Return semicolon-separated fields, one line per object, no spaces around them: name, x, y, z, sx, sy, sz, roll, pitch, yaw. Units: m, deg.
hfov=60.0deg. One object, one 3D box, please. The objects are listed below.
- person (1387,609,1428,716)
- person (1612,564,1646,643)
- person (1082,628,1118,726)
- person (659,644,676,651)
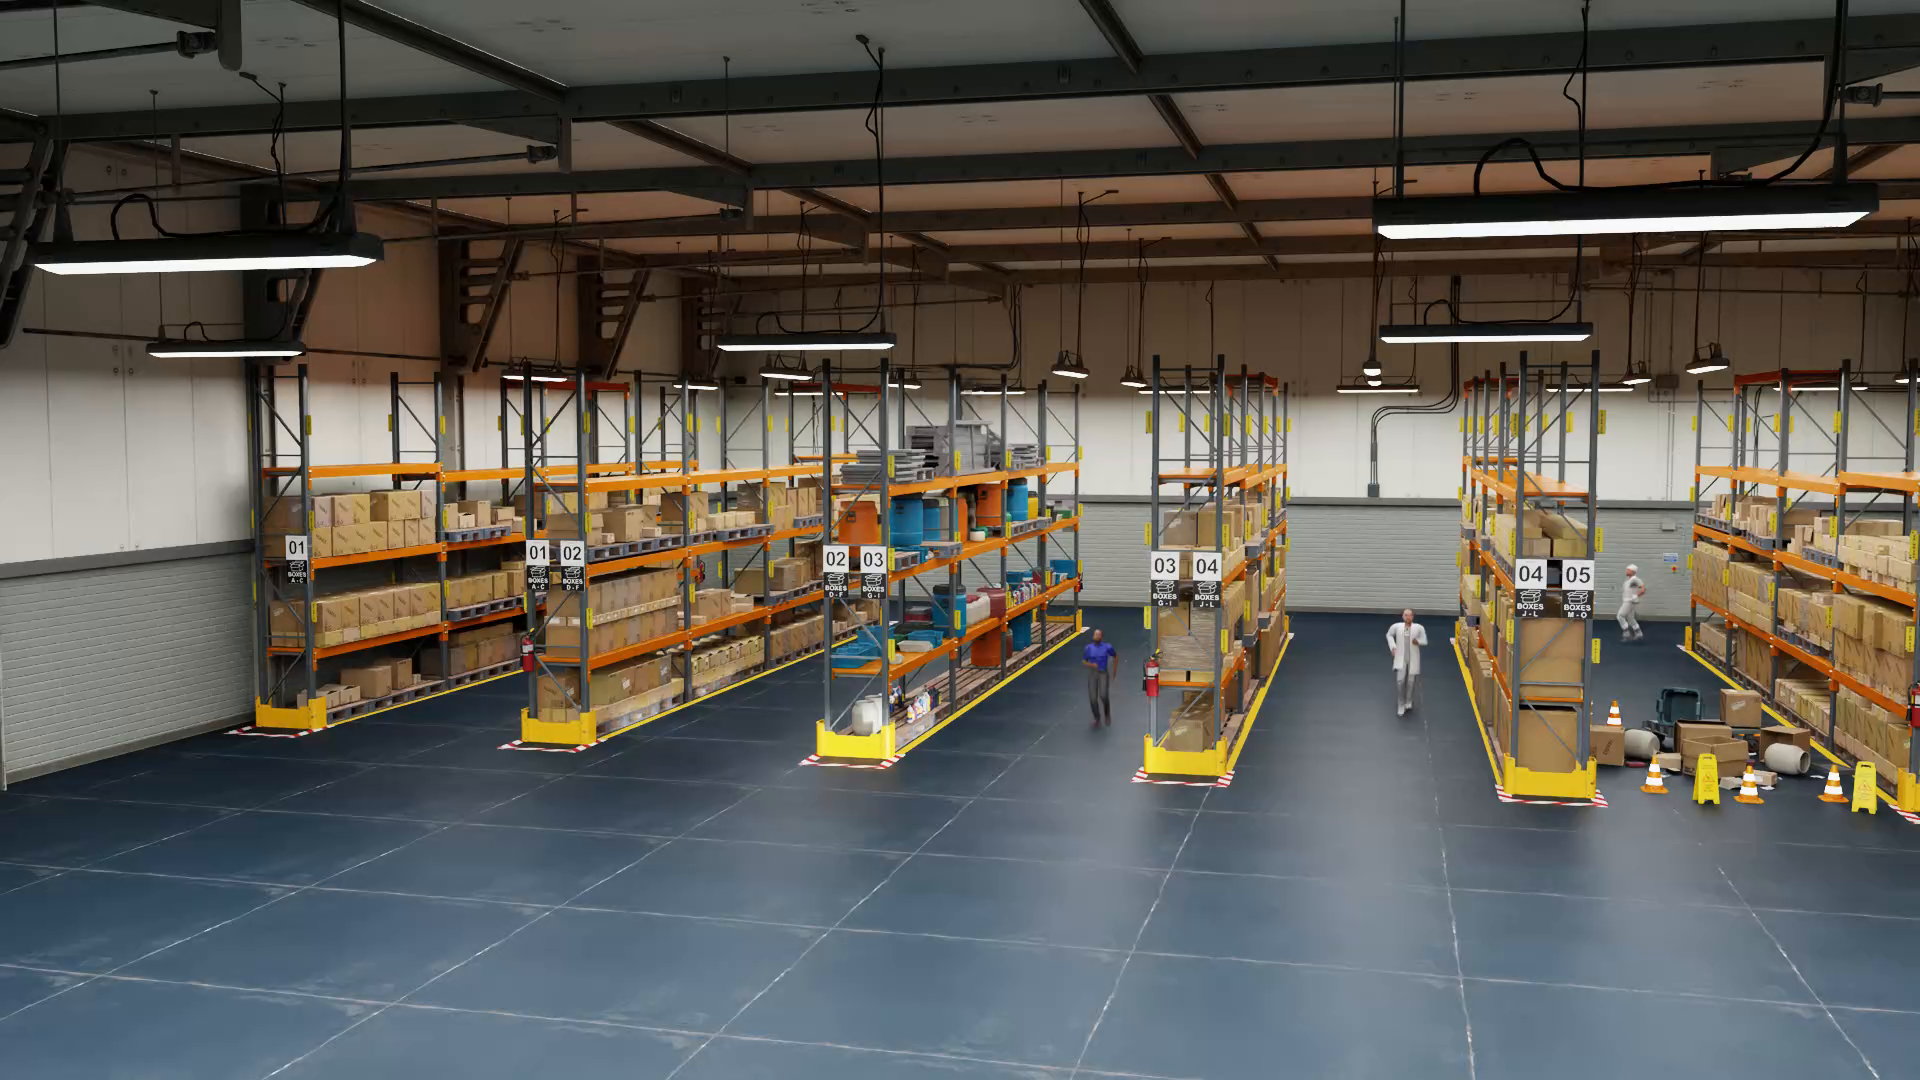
person;7.774;2.120;28.930;0.682;1.840;0.802;1;4;12
person;15.389;1.471;38.258;0.692;1.824;0.632;1;4;11
person;2.309;2.281;27.511;0.569;1.627;0.655;1;4;10
person;-5.944;1.828;33.795;0.552;1.662;0.620;0;4;4
